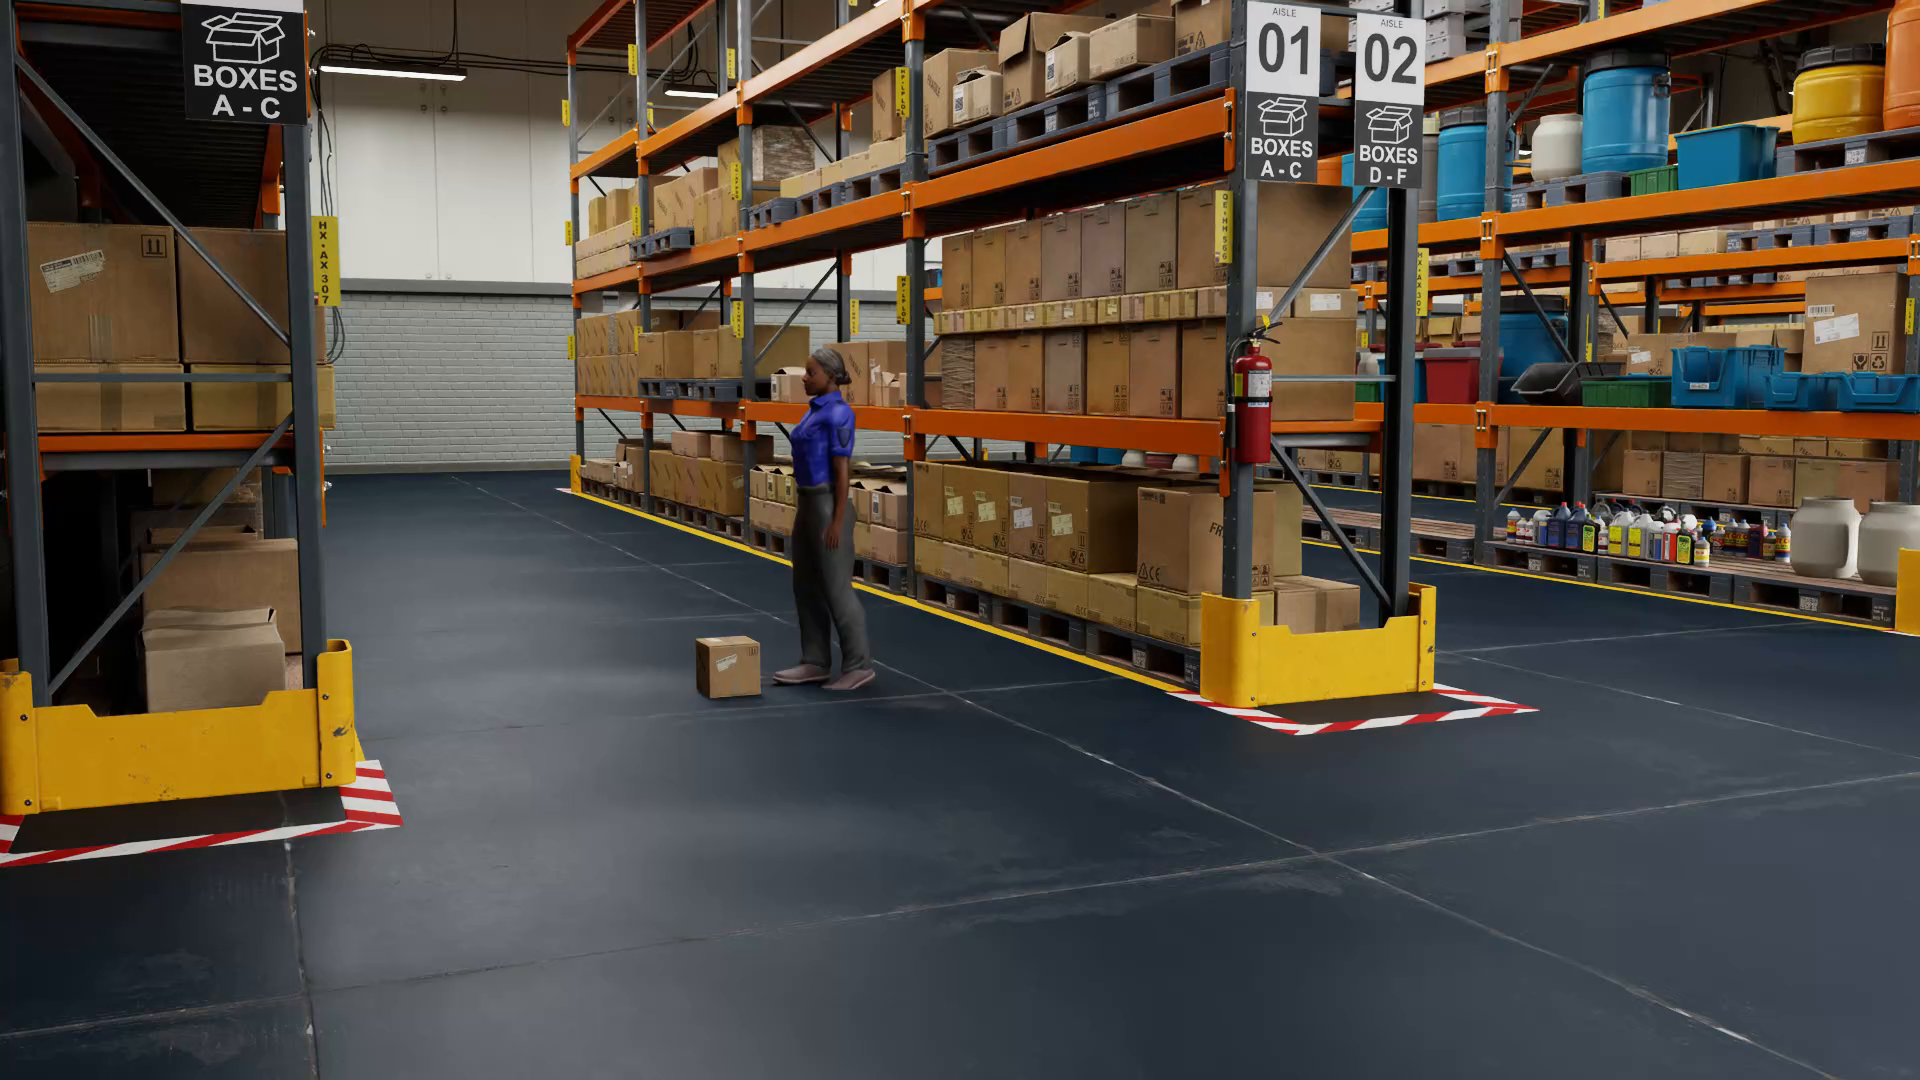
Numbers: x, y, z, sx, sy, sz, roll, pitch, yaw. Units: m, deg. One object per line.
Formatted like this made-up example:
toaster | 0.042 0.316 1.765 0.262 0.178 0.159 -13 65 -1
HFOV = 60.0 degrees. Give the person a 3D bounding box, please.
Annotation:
person | -0.678 -0.093 8.142 0.442 1.691 0.444 -2 6 -23
